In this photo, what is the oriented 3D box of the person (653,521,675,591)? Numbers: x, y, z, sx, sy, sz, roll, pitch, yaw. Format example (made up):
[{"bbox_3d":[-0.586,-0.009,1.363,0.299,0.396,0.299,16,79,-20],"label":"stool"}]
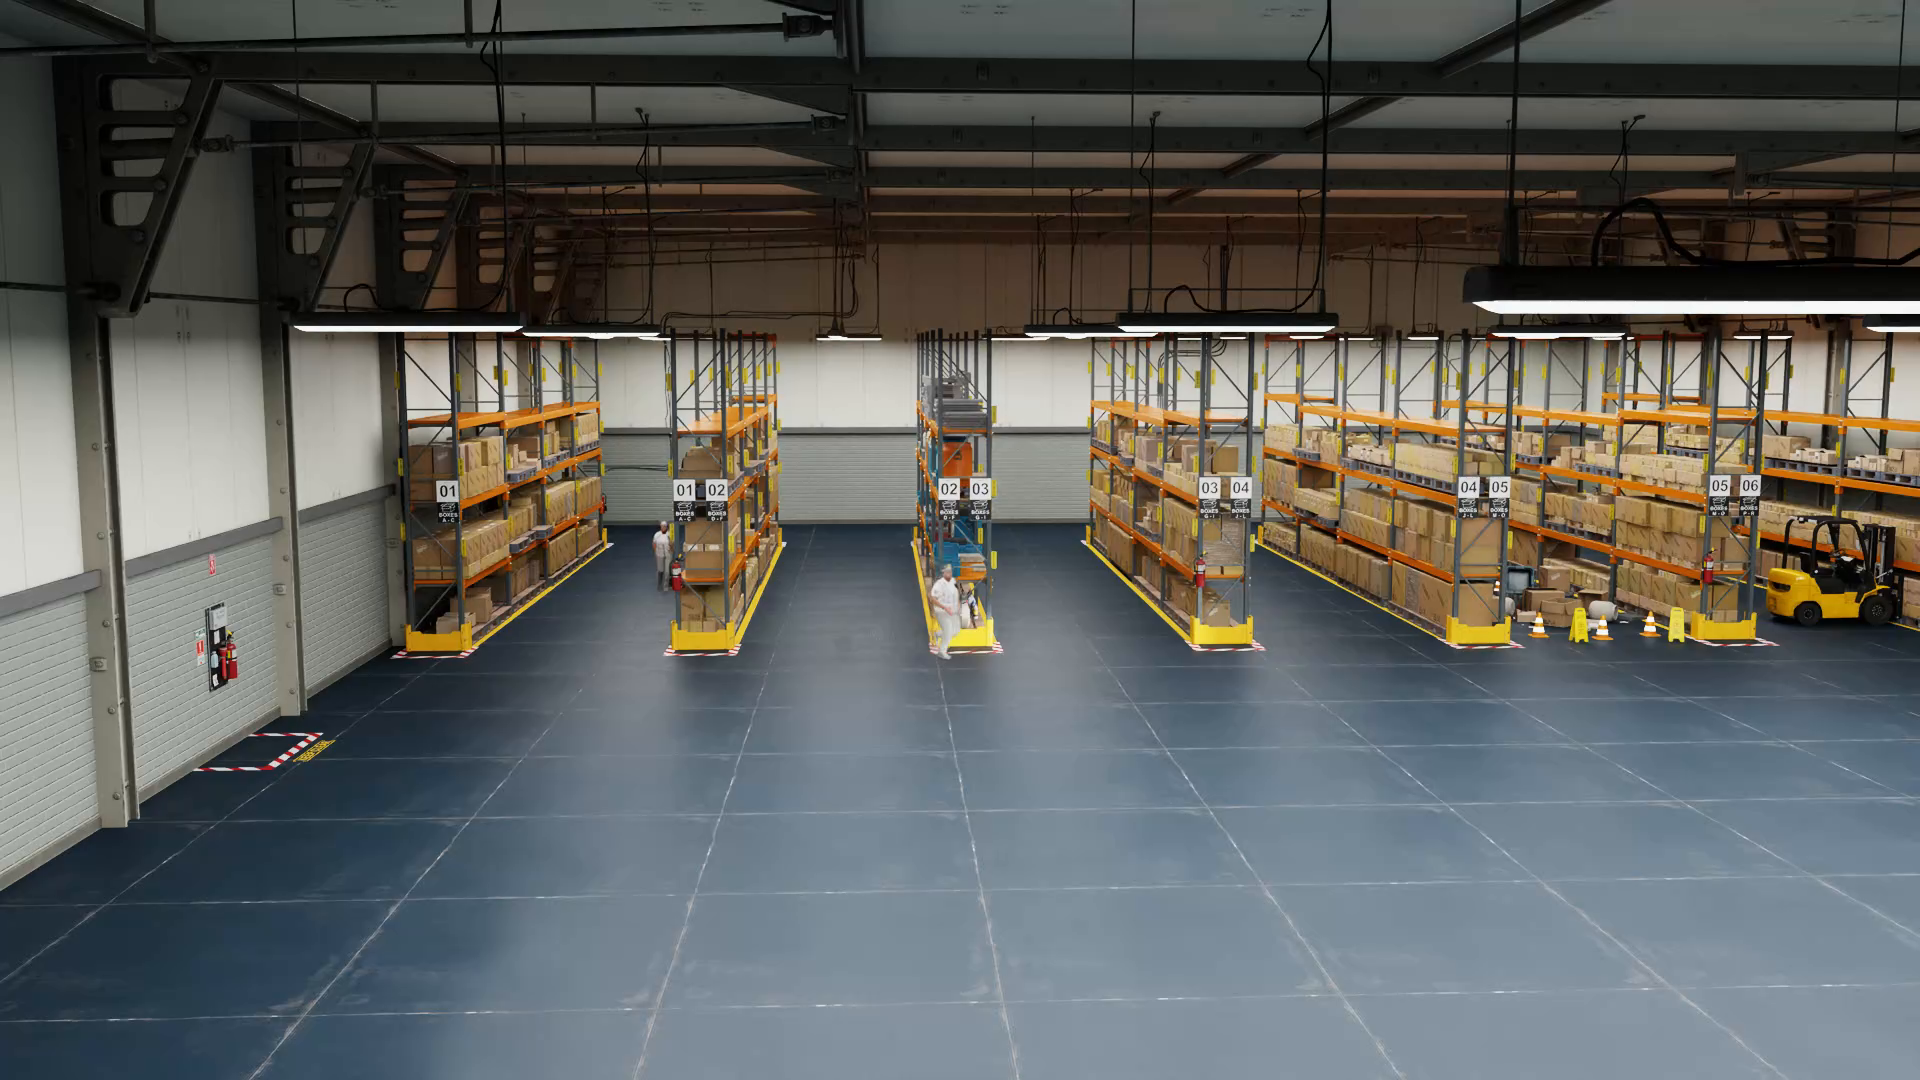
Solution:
[{"bbox_3d":[-6.810,0.386,38.401,0.587,1.632,0.568,-1,7,-6],"label":"person"}]

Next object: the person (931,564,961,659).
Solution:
[{"bbox_3d":[-0.257,1.292,30.412,0.647,1.756,0.690,6,9,43],"label":"person"}]
